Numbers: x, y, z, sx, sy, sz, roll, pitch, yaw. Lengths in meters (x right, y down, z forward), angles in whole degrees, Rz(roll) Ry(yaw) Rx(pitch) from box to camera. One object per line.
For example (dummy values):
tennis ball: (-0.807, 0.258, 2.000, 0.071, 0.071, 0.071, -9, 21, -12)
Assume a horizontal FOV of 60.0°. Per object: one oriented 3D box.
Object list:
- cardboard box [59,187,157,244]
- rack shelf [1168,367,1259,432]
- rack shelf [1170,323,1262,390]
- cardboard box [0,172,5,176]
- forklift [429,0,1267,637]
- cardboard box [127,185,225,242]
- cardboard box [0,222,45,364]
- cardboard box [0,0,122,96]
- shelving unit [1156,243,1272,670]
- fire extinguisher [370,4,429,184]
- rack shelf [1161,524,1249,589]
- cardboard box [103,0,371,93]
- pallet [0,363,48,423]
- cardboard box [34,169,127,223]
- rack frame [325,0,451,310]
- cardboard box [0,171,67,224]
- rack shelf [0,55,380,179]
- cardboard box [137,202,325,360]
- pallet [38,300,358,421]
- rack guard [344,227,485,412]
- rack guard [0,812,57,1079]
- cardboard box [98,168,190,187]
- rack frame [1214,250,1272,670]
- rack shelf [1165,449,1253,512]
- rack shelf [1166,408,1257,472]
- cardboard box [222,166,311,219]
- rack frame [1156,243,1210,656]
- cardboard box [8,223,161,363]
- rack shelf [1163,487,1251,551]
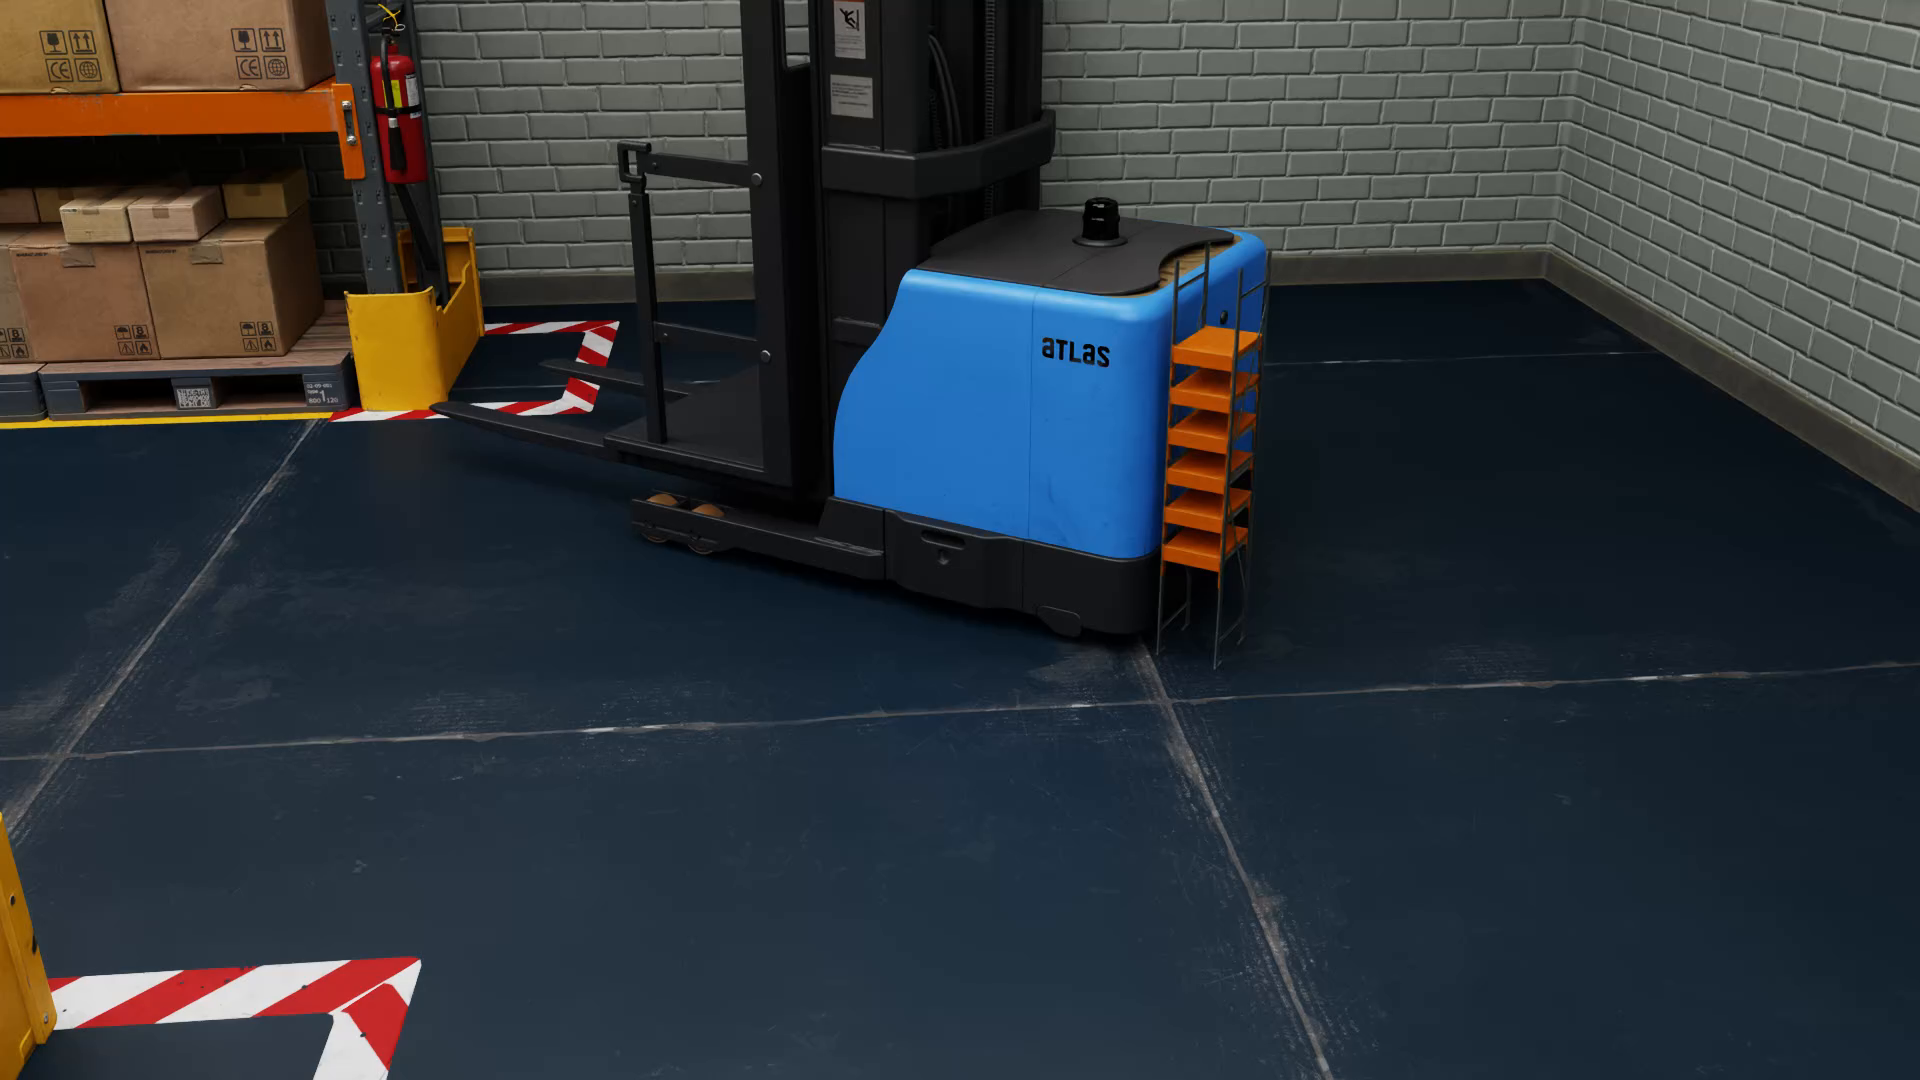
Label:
cardboard box: (-3.475, -1.335, 6.823, 0.250, 0.149, 0.380, -2, 24, -4)
rack shelf: (0.724, -0.406, 4.703, 0.180, 0.103, 0.258, 13, 27, 27)
rack shelf: (0.723, -0.516, 4.655, 0.180, 0.103, 0.258, 13, 27, 27)
cardboard box: (-4.268, -1.459, 7.101, 0.250, 0.149, 0.380, -2, 24, -5)
forklift: (-0.546, -1.463, 5.433, 3.031, 2.935, 1.130, 13, 27, 26)
cardboard box: (-3.221, -1.346, 6.846, 0.250, 0.149, 0.380, -3, 24, -6)
cardboard box: (-4.109, -1.088, 7.065, 0.500, 0.500, 0.700, -3, 24, -7)
cardboard box: (-3.654, -2.226, 6.695, 0.700, 0.700, 0.980, -2, 24, -6)
shelving unit: (0.725, -0.227, 4.782, 0.189, 1.200, 0.258, 13, 27, 27)
fire extinguisher: (-2.229, -1.760, 6.572, 0.183, 0.674, 0.296, -2, 24, -5)
rack shelf: (0.727, 0.033, 4.897, 0.180, 0.103, 0.258, 13, 27, 27)
cardboard box: (-2.931, -2.259, 6.771, 0.700, 0.700, 0.980, -1, 24, -3)
pallet: (-4.424, -0.762, 7.203, 1.213, 0.211, 1.003, -2, 24, -5)
cardboard box: (-3.759, -1.480, 7.148, 0.250, 0.149, 0.380, -2, 24, -5)
rack frame: (-2.424, -2.147, 6.887, 0.127, 3.000, 1.000, -2, 24, -5)
cardboard box: (-4.012, -1.469, 7.125, 0.250, 0.149, 0.380, -2, 24, -4)
rack shelf: (-4.415, -1.738, 6.853, 4.000, 0.370, 1.077, -2, 24, -5)
cardboard box: (-3.111, -1.128, 7.155, 0.500, 0.500, 0.700, -2, 24, -5)
pallet: (-3.212, -0.809, 7.310, 1.213, 0.211, 1.003, -2, 24, -5)
rack guard: (-2.400, -1.005, 7.397, 0.348, 0.500, 1.175, -2, 24, -5)
rack guard: (-2.009, 1.001, 2.883, 0.348, 0.500, 1.175, -2, 24, -5)
cardboard box: (-3.510, -1.490, 7.170, 0.250, 0.149, 0.380, -2, 24, -5)
rack frame: (0.804, -0.209, 4.740, 0.006, 1.200, 0.240, 13, 27, 27)
rack shelf: (0.725, -0.186, 4.800, 0.180, 0.103, 0.258, 13, 27, 27)
rack shelf: (0.724, -0.296, 4.752, 0.180, 0.103, 0.258, 13, 27, 27)
cardboard box: (-3.006, -1.510, 7.217, 0.250, 0.149, 0.380, -2, 24, -5)
rack frame: (0.646, -0.245, 4.824, 0.006, 1.200, 0.240, 13, 27, 27)
cardboard box: (-3.609, -1.108, 7.110, 0.500, 0.500, 0.700, -2, 24, -5)
rack shelf: (0.726, -0.077, 4.848, 0.180, 0.103, 0.258, 13, 27, 27)
